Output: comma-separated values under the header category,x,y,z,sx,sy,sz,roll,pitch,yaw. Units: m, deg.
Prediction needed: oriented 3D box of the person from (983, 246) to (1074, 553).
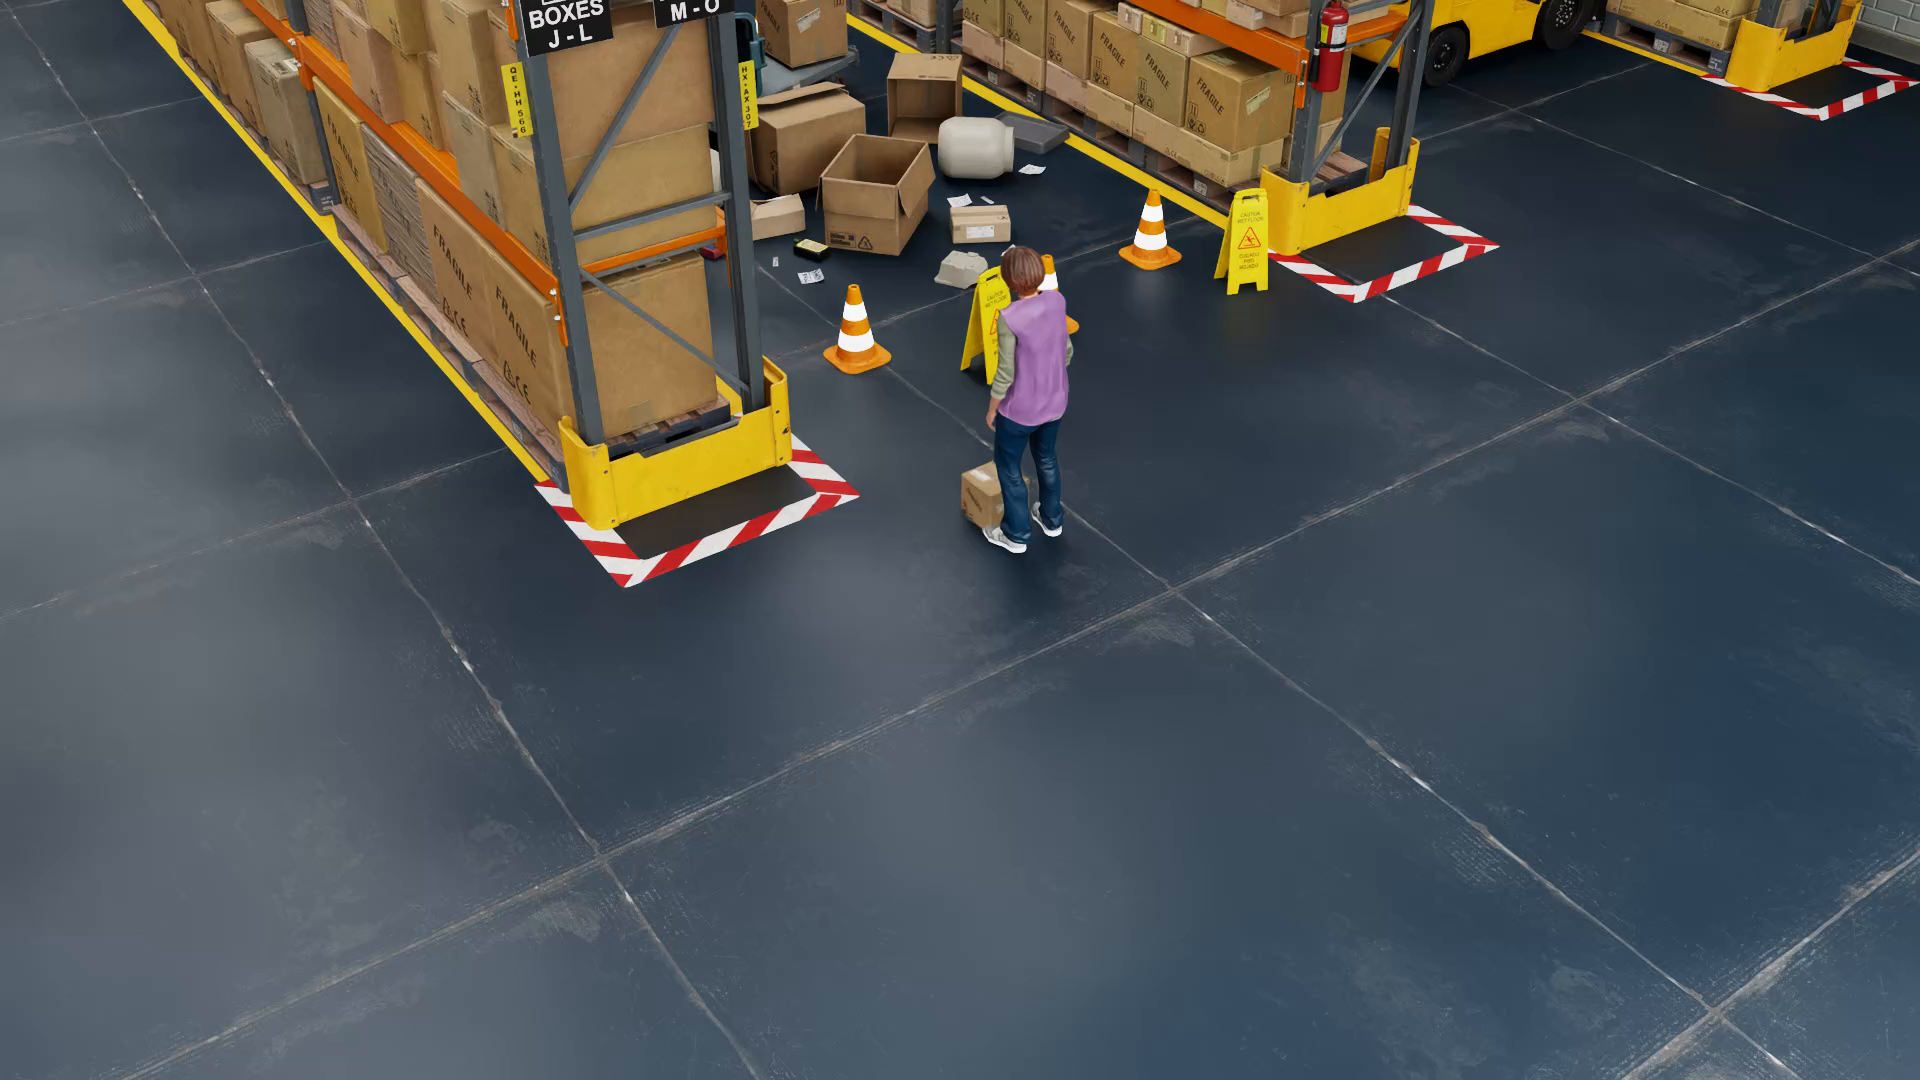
category,x,y,z,sx,sy,sz,roll,pitch,yaw
person,0.326,-0.643,7.866,0.461,1.593,0.341,-24,43,-29
